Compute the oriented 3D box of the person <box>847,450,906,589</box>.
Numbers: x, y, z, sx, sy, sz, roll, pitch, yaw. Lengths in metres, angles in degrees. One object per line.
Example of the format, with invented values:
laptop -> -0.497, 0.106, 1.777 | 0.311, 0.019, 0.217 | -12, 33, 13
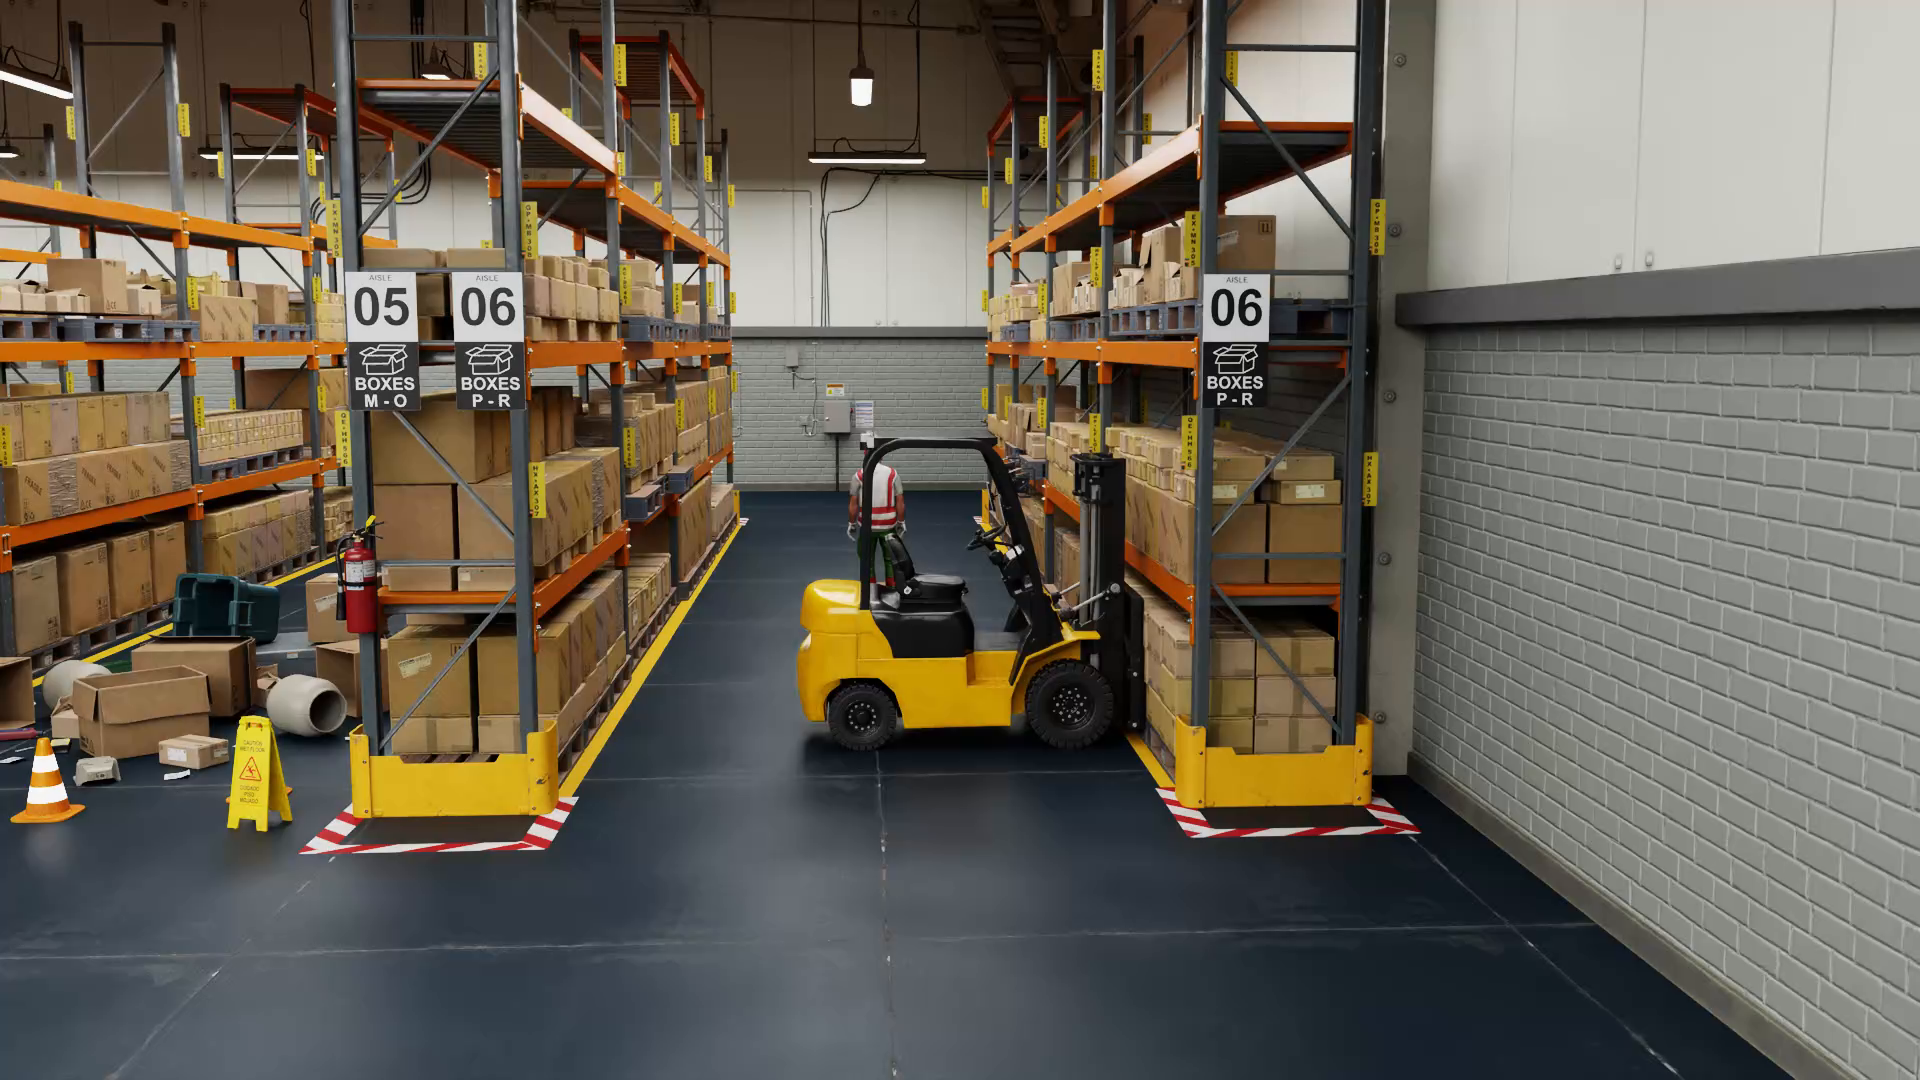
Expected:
person -> -0.867, -0.141, 17.361 | 0.620, 1.780, 0.446 | -1, 7, -7
